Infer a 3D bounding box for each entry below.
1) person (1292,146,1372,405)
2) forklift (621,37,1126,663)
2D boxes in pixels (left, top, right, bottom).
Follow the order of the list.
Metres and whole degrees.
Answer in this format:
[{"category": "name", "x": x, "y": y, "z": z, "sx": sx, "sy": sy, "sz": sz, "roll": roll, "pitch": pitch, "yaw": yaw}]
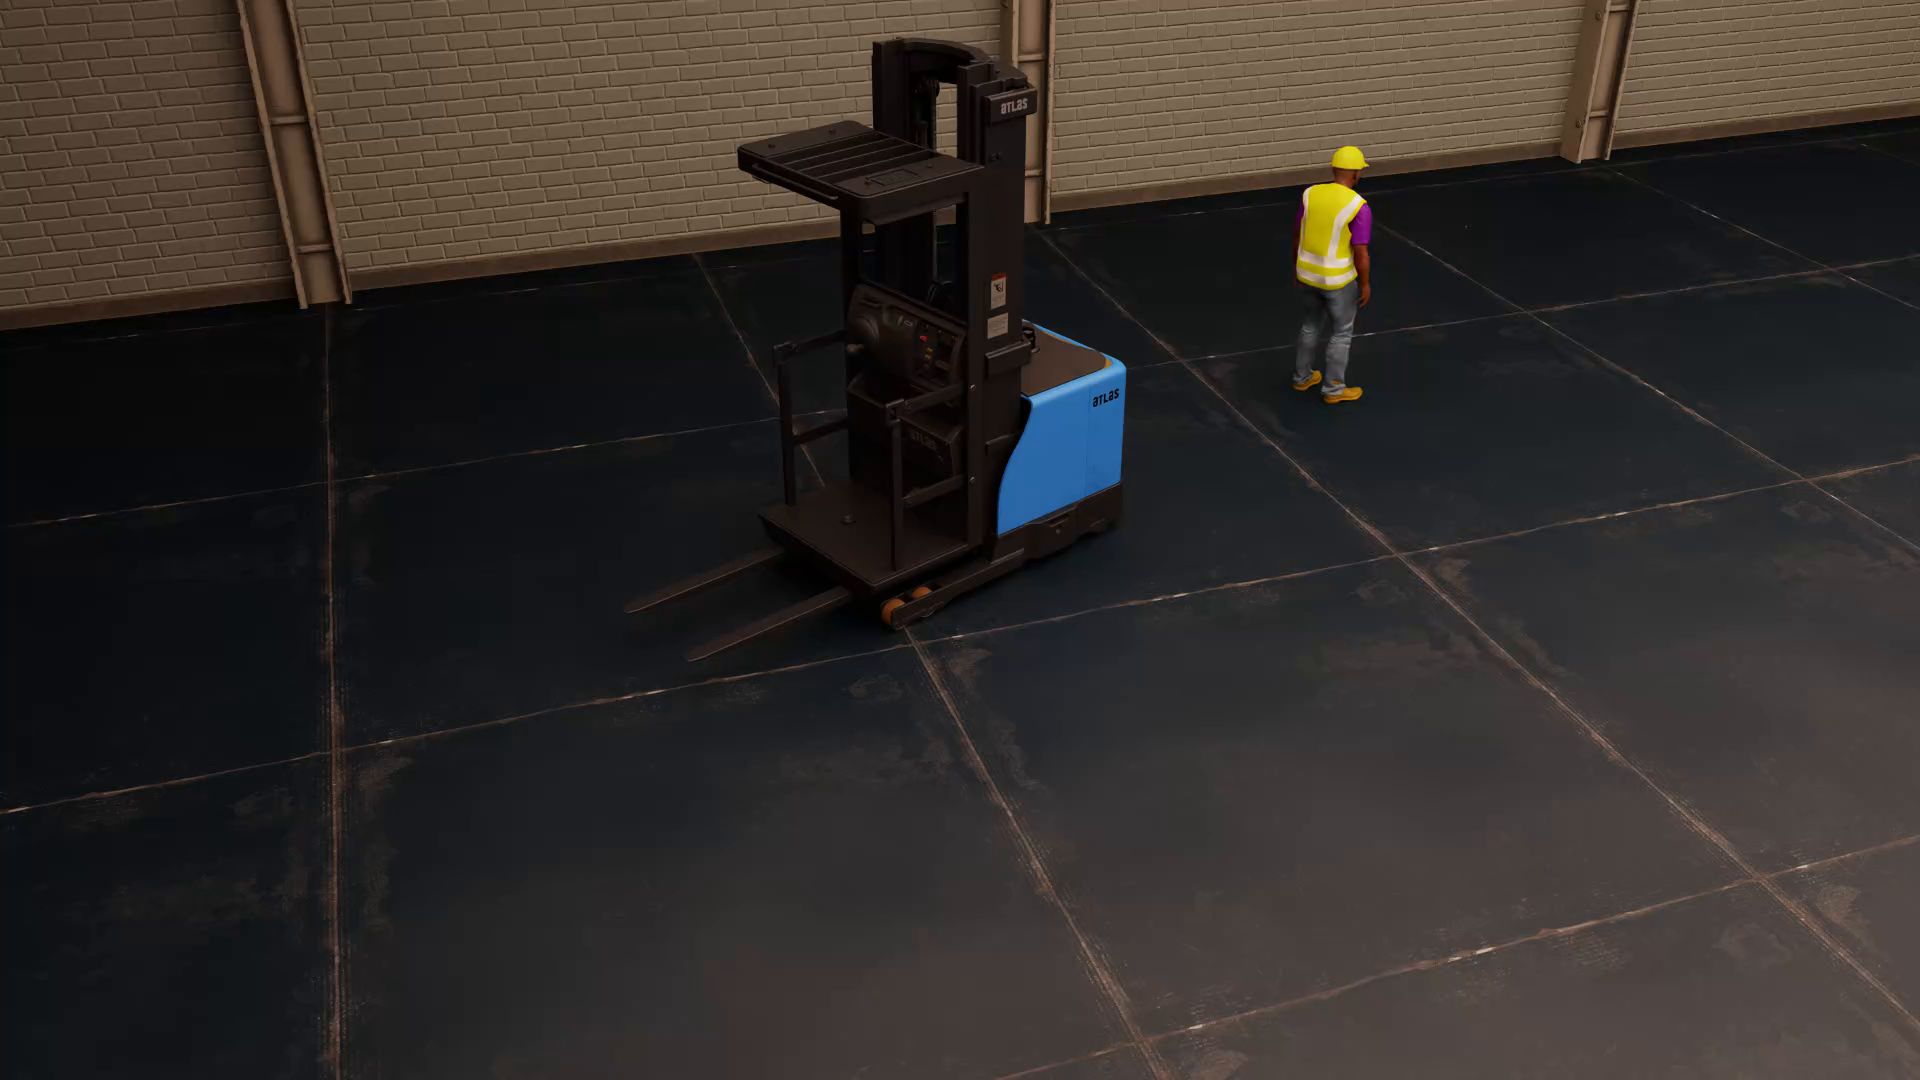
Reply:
[{"category": "person", "x": 2.557, "y": -1.825, "z": 11.438, "sx": 0.463, "sy": 1.759, "sz": 0.626, "roll": -23, "pitch": 37, "yaw": -34}, {"category": "forklift", "x": -0.461, "y": -1.072, "z": 8.951, "sx": 3.031, "sy": 2.935, "sz": 1.130, "roll": -23, "pitch": 37, "yaw": -34}]
